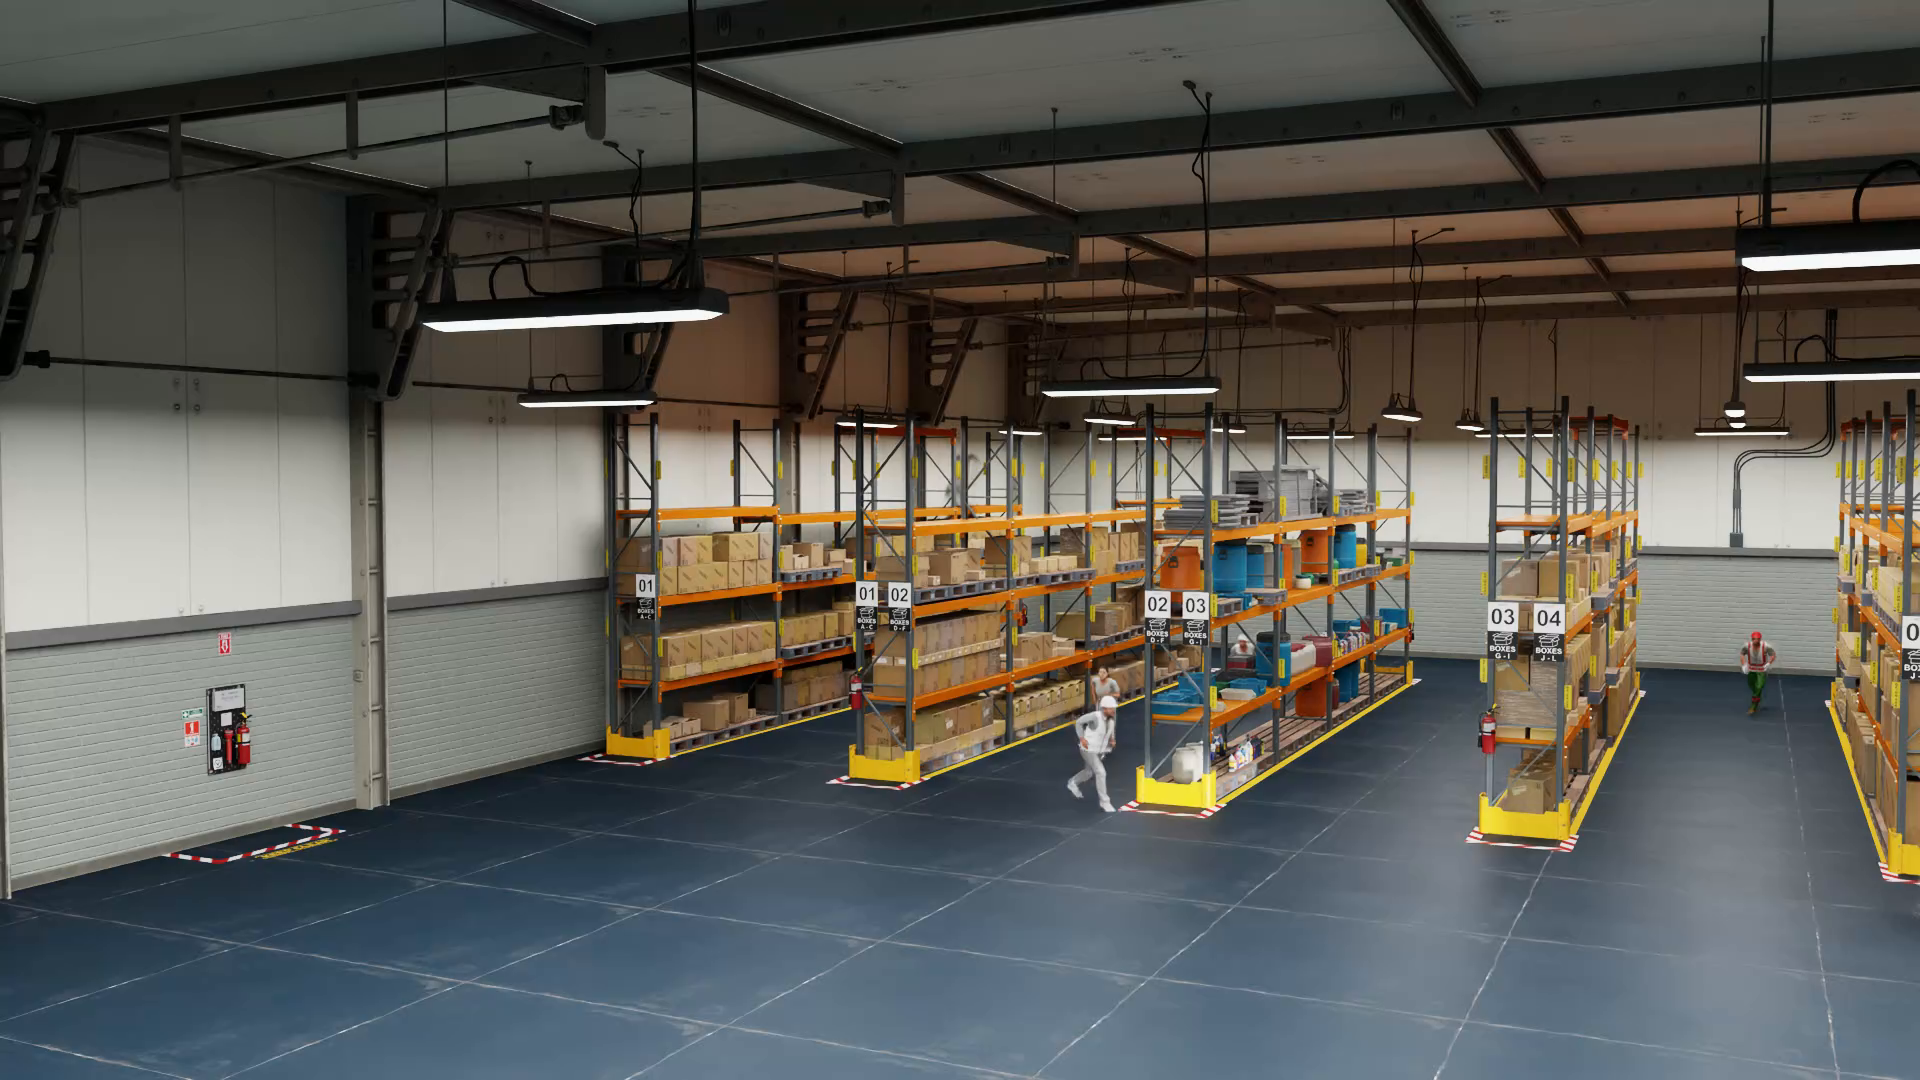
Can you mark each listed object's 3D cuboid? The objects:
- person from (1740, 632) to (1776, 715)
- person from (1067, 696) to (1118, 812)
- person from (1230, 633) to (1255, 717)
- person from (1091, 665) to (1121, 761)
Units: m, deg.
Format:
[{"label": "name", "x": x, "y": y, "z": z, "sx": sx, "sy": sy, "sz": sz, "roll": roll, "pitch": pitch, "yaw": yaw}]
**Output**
[{"label": "person", "x": 16.471, "y": 2.724, "z": 34.326, "sx": 0.660, "sy": 1.725, "sz": 0.941, "roll": 1, "pitch": 3, "yaw": 28}, {"label": "person", "x": 1.941, "y": 3.138, "z": 24.659, "sx": 0.697, "sy": 1.731, "sz": 1.050, "roll": -2, "pitch": 3, "yaw": -37}, {"label": "person", "x": 5.898, "y": 2.741, "z": 34.101, "sx": 0.704, "sy": 1.731, "sz": 1.056, "roll": 1, "pitch": 3, "yaw": 22}, {"label": "person", "x": 2.531, "y": 2.972, "z": 28.836, "sx": 0.561, "sy": 1.654, "sz": 0.915, "roll": 1, "pitch": 2, "yaw": 13}]
